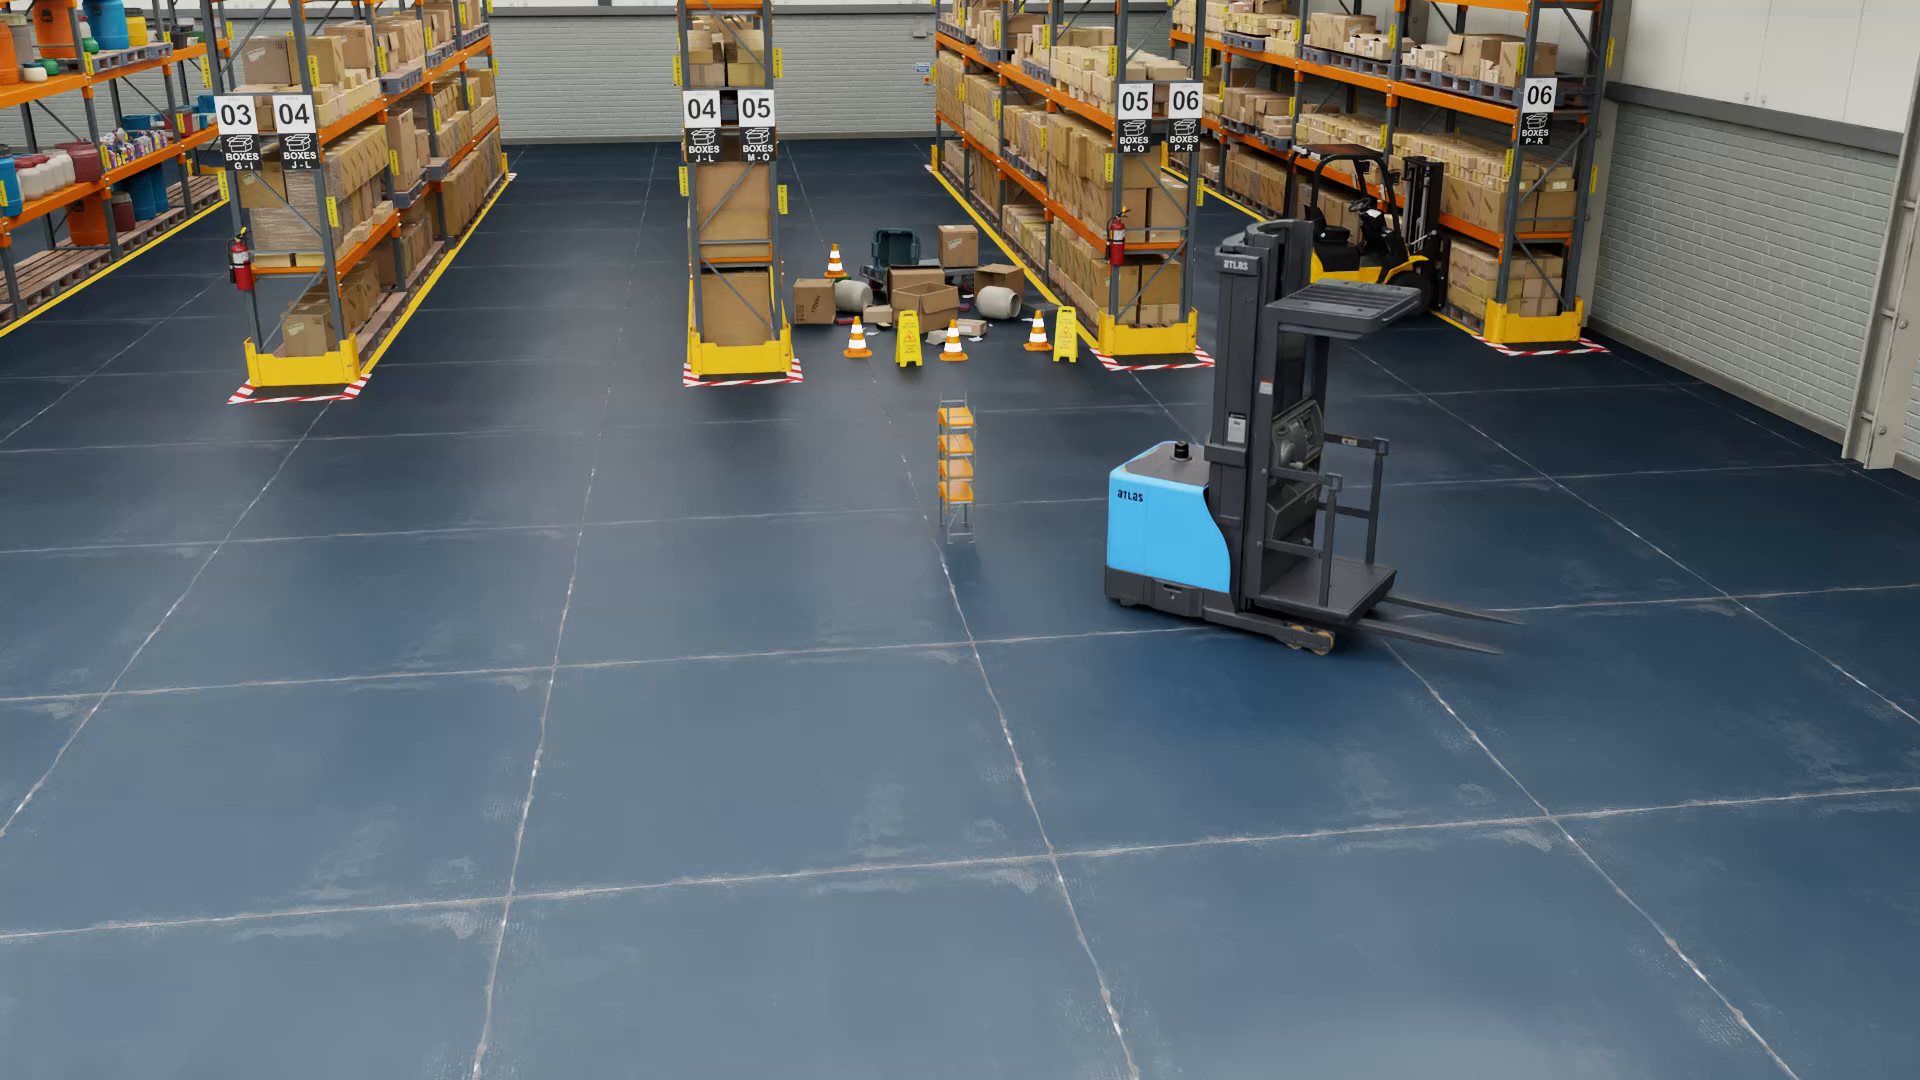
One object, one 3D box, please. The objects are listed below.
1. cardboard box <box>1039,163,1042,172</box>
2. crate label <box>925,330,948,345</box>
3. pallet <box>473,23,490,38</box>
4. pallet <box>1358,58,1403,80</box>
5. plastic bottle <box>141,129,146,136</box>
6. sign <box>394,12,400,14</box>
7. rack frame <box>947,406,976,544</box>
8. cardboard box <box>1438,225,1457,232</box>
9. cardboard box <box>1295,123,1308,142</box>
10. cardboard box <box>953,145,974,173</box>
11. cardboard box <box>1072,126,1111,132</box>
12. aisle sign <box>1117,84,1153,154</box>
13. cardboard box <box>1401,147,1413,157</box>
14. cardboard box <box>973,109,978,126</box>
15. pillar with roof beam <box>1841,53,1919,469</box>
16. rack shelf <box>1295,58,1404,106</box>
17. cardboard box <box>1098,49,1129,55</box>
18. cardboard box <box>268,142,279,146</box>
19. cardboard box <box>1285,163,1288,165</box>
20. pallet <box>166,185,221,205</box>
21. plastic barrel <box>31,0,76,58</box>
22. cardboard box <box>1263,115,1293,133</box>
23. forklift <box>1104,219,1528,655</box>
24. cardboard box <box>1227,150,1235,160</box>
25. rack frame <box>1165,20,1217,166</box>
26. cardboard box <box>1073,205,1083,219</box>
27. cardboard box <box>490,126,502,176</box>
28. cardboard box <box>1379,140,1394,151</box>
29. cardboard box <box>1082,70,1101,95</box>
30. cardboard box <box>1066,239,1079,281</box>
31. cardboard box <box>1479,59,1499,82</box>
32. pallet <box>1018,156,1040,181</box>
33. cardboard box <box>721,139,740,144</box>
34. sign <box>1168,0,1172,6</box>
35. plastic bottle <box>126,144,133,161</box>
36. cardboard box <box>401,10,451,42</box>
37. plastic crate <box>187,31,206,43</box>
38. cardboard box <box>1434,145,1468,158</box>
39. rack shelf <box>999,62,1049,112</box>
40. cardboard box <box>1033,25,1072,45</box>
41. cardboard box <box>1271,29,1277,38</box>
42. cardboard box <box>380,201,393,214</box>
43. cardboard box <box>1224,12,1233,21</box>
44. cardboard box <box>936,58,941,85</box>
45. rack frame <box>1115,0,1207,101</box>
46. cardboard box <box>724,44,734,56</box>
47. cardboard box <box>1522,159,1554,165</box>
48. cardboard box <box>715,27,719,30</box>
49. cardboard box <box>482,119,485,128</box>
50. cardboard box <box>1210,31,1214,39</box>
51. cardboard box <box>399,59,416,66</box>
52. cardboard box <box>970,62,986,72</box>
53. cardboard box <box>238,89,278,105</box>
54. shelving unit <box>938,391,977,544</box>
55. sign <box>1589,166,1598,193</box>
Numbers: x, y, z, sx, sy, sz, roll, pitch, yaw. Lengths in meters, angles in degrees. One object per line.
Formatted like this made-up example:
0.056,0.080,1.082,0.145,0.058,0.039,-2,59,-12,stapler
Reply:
1.362,-5.425,24.214,0.380,0.149,0.250,-4,21,-9,cardboard box
-0.256,-2.543,20.829,0.250,0.136,0.298,-15,25,-35,crate label
-9.689,-9.852,32.147,1.003,0.211,1.213,-3,21,-8,pallet
6.501,-6.962,24.555,0.805,0.209,1.217,-4,21,-10,pallet
-13.817,-6.778,28.147,0.144,0.351,0.185,-3,21,-8,plastic bottle
-9.779,-9.016,28.929,0.100,0.325,0.005,-3,21,-8,sign
0.011,-0.535,13.933,0.240,1.200,0.015,-3,21,-8,rack frame
6.547,-4.186,23.037,0.500,0.250,0.500,-2,21,-6,cardboard box
5.862,-6.723,27.430,0.500,0.250,0.500,-3,21,-8,cardboard box
0.335,-7.701,33.610,0.875,0.438,0.875,-2,21,-6,cardboard box
1.842,-5.052,21.459,0.700,0.500,0.500,-3,21,-8,cardboard box
2.029,-4.887,19.297,0.394,0.787,0.004,-3,21,-8,aisle sign
6.466,-5.479,23.529,0.380,0.149,0.250,-2,21,-6,cardboard box
0.511,-7.502,29.515,0.500,0.250,0.500,-3,21,-7,cardboard box
4.614,-4.759,14.097,9.100,9.000,0.400,-3,21,-8,pillar with roof beam
6.353,-7.102,25.686,1.077,0.370,4.000,-3,21,-8,rack shelf
2.054,-6.471,22.188,0.380,0.149,0.250,-2,21,-6,cardboard box
-8.035,-4.557,20.134,0.500,0.500,0.500,-3,21,-8,cardboard box
6.059,-6.697,29.906,0.380,0.149,0.250,-3,21,-7,cardboard box
-14.454,-6.480,31.264,1.003,0.211,1.213,-3,21,-8,pallet
-13.633,-7.725,25.111,0.600,0.830,0.708,-3,21,-8,plastic barrel
5.592,-7.202,28.826,0.500,0.250,0.500,-4,21,-10,cardboard box
2.639,-0.757,12.054,3.031,2.935,1.130,12,24,30,forklift
5.277,-7.303,31.529,0.380,0.149,0.250,-2,21,-5,cardboard box
4.912,-9.496,35.355,1.000,3.000,0.127,-3,21,-8,rack frame
1.697,-4.318,21.849,0.380,0.149,0.250,-3,21,-8,cardboard box
-9.635,-7.729,33.059,0.875,0.875,0.875,-3,21,-8,cardboard box
6.372,-5.799,24.386,0.380,0.149,0.250,-2,21,-6,cardboard box
1.816,-5.696,20.683,0.500,0.250,0.500,-2,21,-6,cardboard box
1.710,-3.768,22.274,0.500,0.500,0.500,-2,21,-5,cardboard box
6.762,-5.902,20.893,0.396,0.266,0.258,-3,21,-8,cardboard box
1.479,-5.702,25.469,1.003,0.211,1.213,-3,21,-8,pallet
-2.914,-4.690,20.729,0.875,0.550,0.500,-3,21,-8,cardboard box
4.375,-11.284,34.604,0.100,0.325,0.005,-3,21,-8,sign
-13.453,-6.272,26.907,0.097,0.271,0.097,0,20,0,plastic bottle
-9.136,-8.808,28.483,0.700,0.500,0.500,-2,21,-6,cardboard box
-14.283,-9.474,31.310,0.450,0.188,0.336,-3,21,-8,plastic crate
6.658,-5.264,22.529,0.380,0.149,0.250,-3,21,-8,cardboard box
1.442,-6.851,25.012,1.077,0.370,4.000,-3,21,-8,rack shelf
1.352,-7.402,24.360,0.500,0.250,0.500,-3,21,-7,cardboard box
5.616,-8.806,28.863,0.380,0.149,0.250,-2,21,-6,cardboard box
-7.754,-4.413,22.103,0.380,0.149,0.250,-3,21,-8,cardboard box
5.097,-9.656,30.687,0.380,0.149,0.250,-2,21,-6,cardboard box
-0.212,-9.579,34.005,0.500,0.500,0.500,-3,21,-9,cardboard box
2.307,-6.515,18.799,1.000,3.000,0.127,-3,21,-8,rack frame
-2.756,-6.191,21.263,0.500,0.250,0.500,-3,21,-8,cardboard box
7.325,-4.757,21.170,0.380,0.149,0.250,-3,21,-7,cardboard box
-4.217,-8.173,27.381,0.500,0.500,0.500,-3,21,-8,cardboard box
-9.130,-7.810,31.199,0.380,0.149,0.250,-3,21,-7,cardboard box
5.051,-9.772,32.165,0.380,0.149,0.250,-3,21,-8,cardboard box
-8.187,-6.813,24.097,0.500,0.250,0.500,-2,21,-6,cardboard box
0.287,-8.866,31.169,0.380,0.149,0.250,-2,21,-6,cardboard box
-7.770,-4.903,18.415,0.380,0.149,0.250,-4,21,-10,cardboard box
-0.024,-0.619,14.160,0.258,1.200,0.503,-3,21,-8,shelving unit
7.768,-4.425,20.427,0.100,0.325,0.005,-3,21,-8,sign
